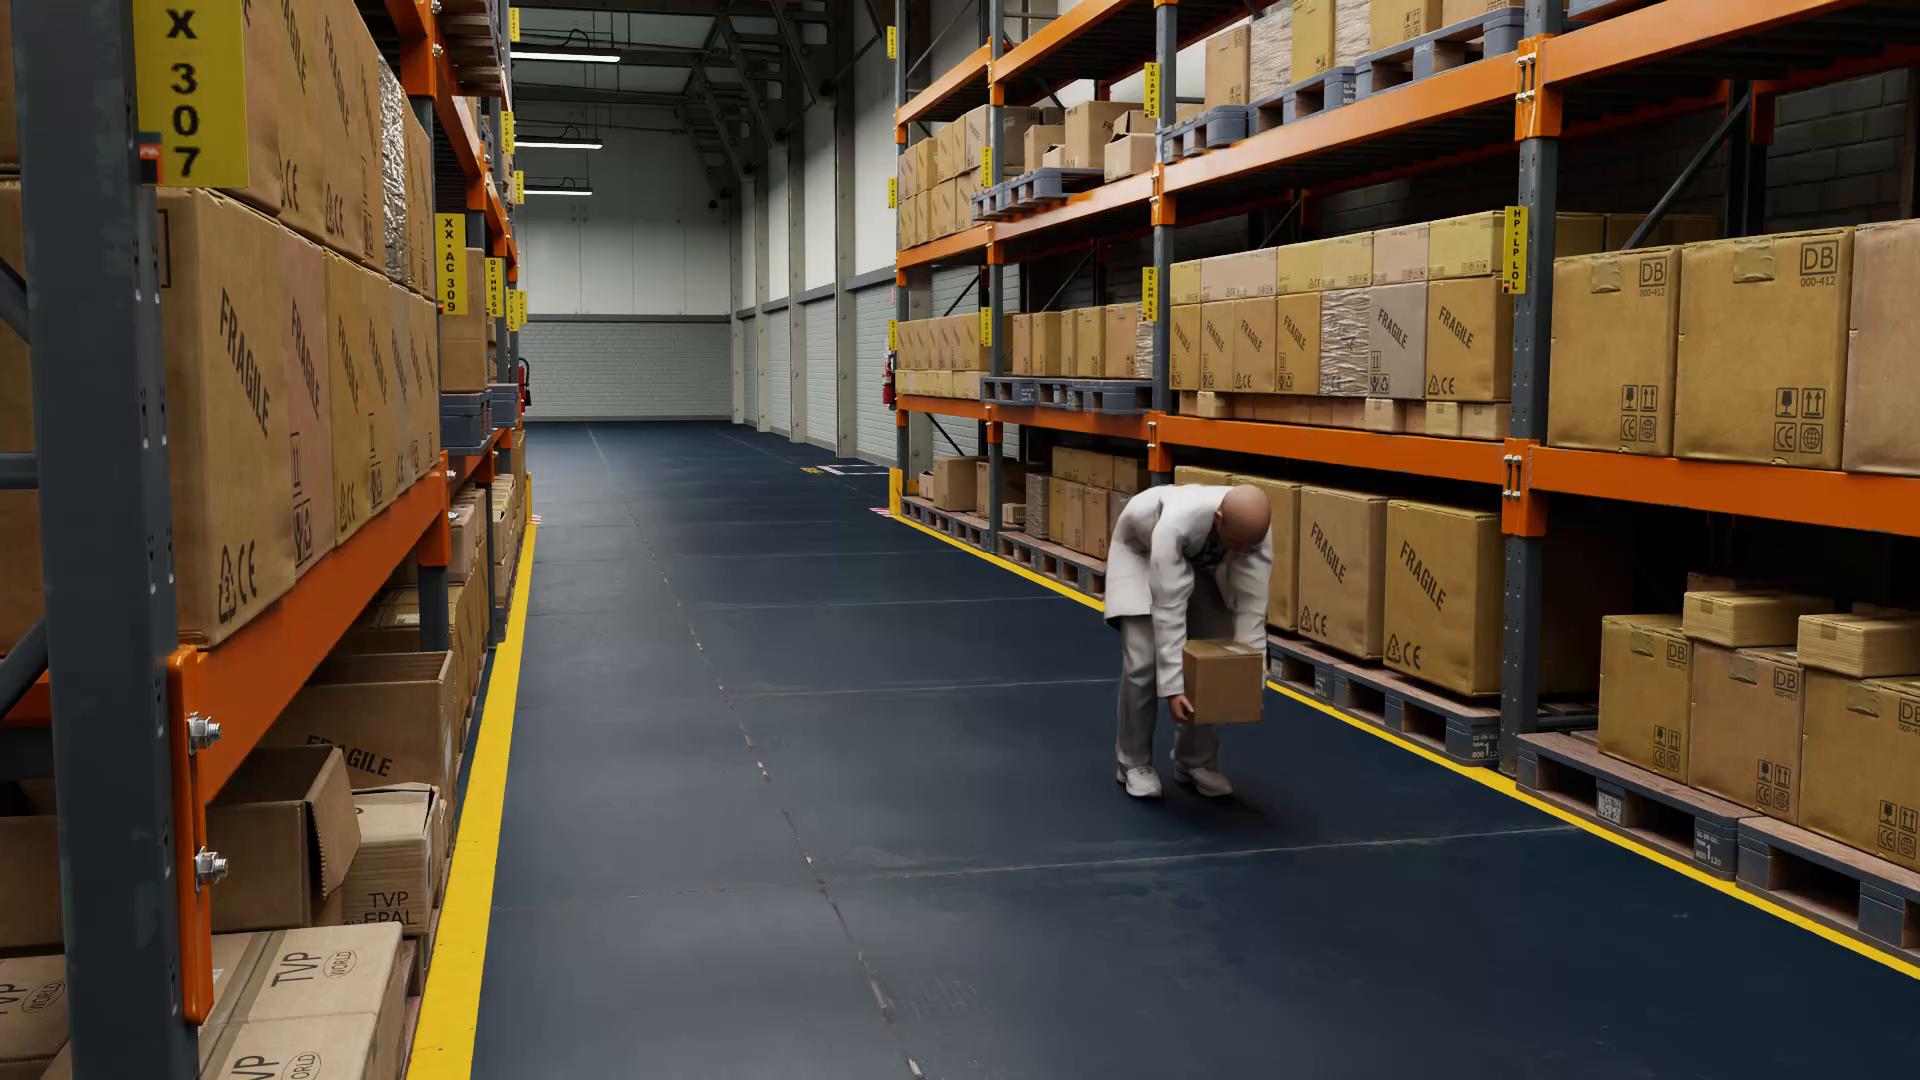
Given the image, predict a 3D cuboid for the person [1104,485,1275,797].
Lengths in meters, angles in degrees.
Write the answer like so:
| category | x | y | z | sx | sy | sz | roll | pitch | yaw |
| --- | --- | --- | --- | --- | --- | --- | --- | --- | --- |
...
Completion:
| category | x | y | z | sx | sy | sz | roll | pitch | yaw |
| --- | --- | --- | --- | --- | --- | --- | --- | --- | --- |
| person | 0.860 | 0.382 | 6.090 | 0.555 | 1.181 | 0.939 | -2 | 6 | -16 |
